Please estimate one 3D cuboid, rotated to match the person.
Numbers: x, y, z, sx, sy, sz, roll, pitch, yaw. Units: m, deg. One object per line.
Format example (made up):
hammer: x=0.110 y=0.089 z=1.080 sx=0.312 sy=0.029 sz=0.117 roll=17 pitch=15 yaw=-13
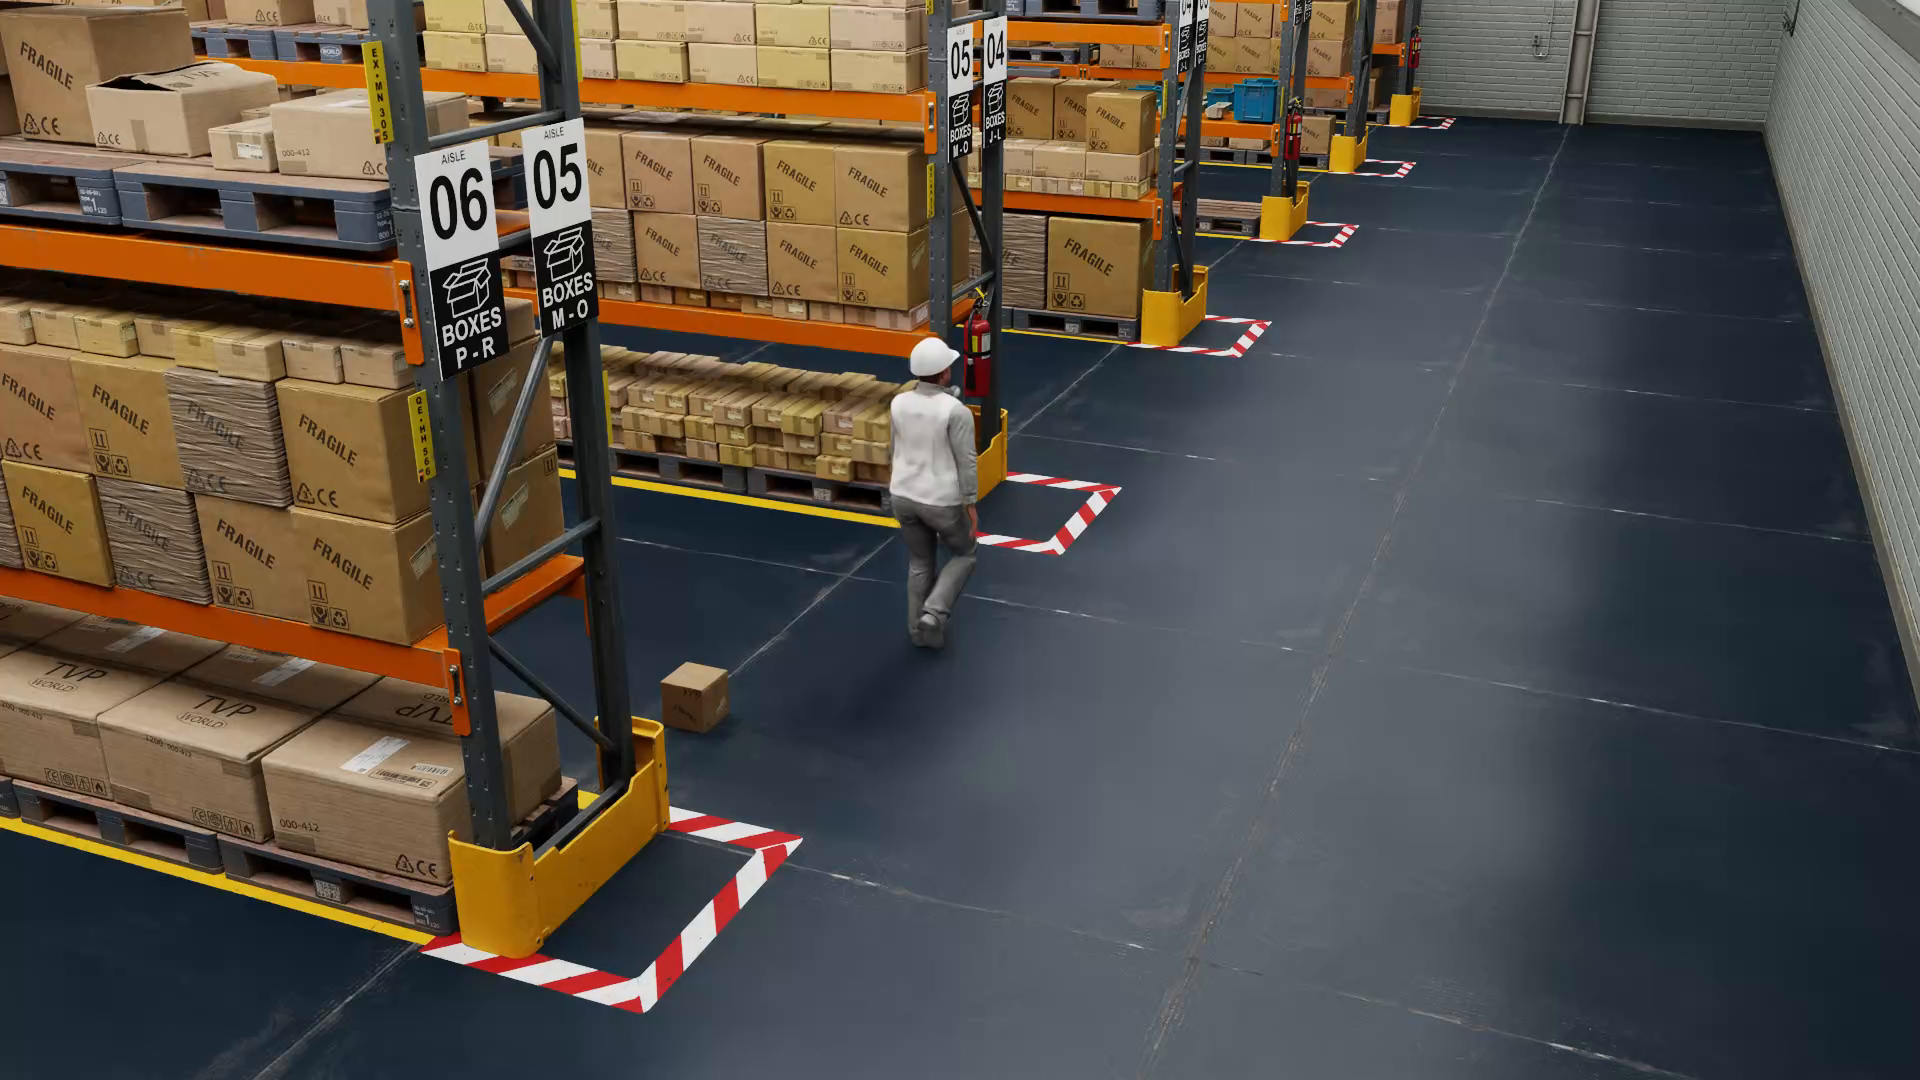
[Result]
person: x=-0.137 y=-0.238 z=9.094 sx=0.604 sy=1.759 sz=0.512 roll=11 pitch=25 yaw=25
